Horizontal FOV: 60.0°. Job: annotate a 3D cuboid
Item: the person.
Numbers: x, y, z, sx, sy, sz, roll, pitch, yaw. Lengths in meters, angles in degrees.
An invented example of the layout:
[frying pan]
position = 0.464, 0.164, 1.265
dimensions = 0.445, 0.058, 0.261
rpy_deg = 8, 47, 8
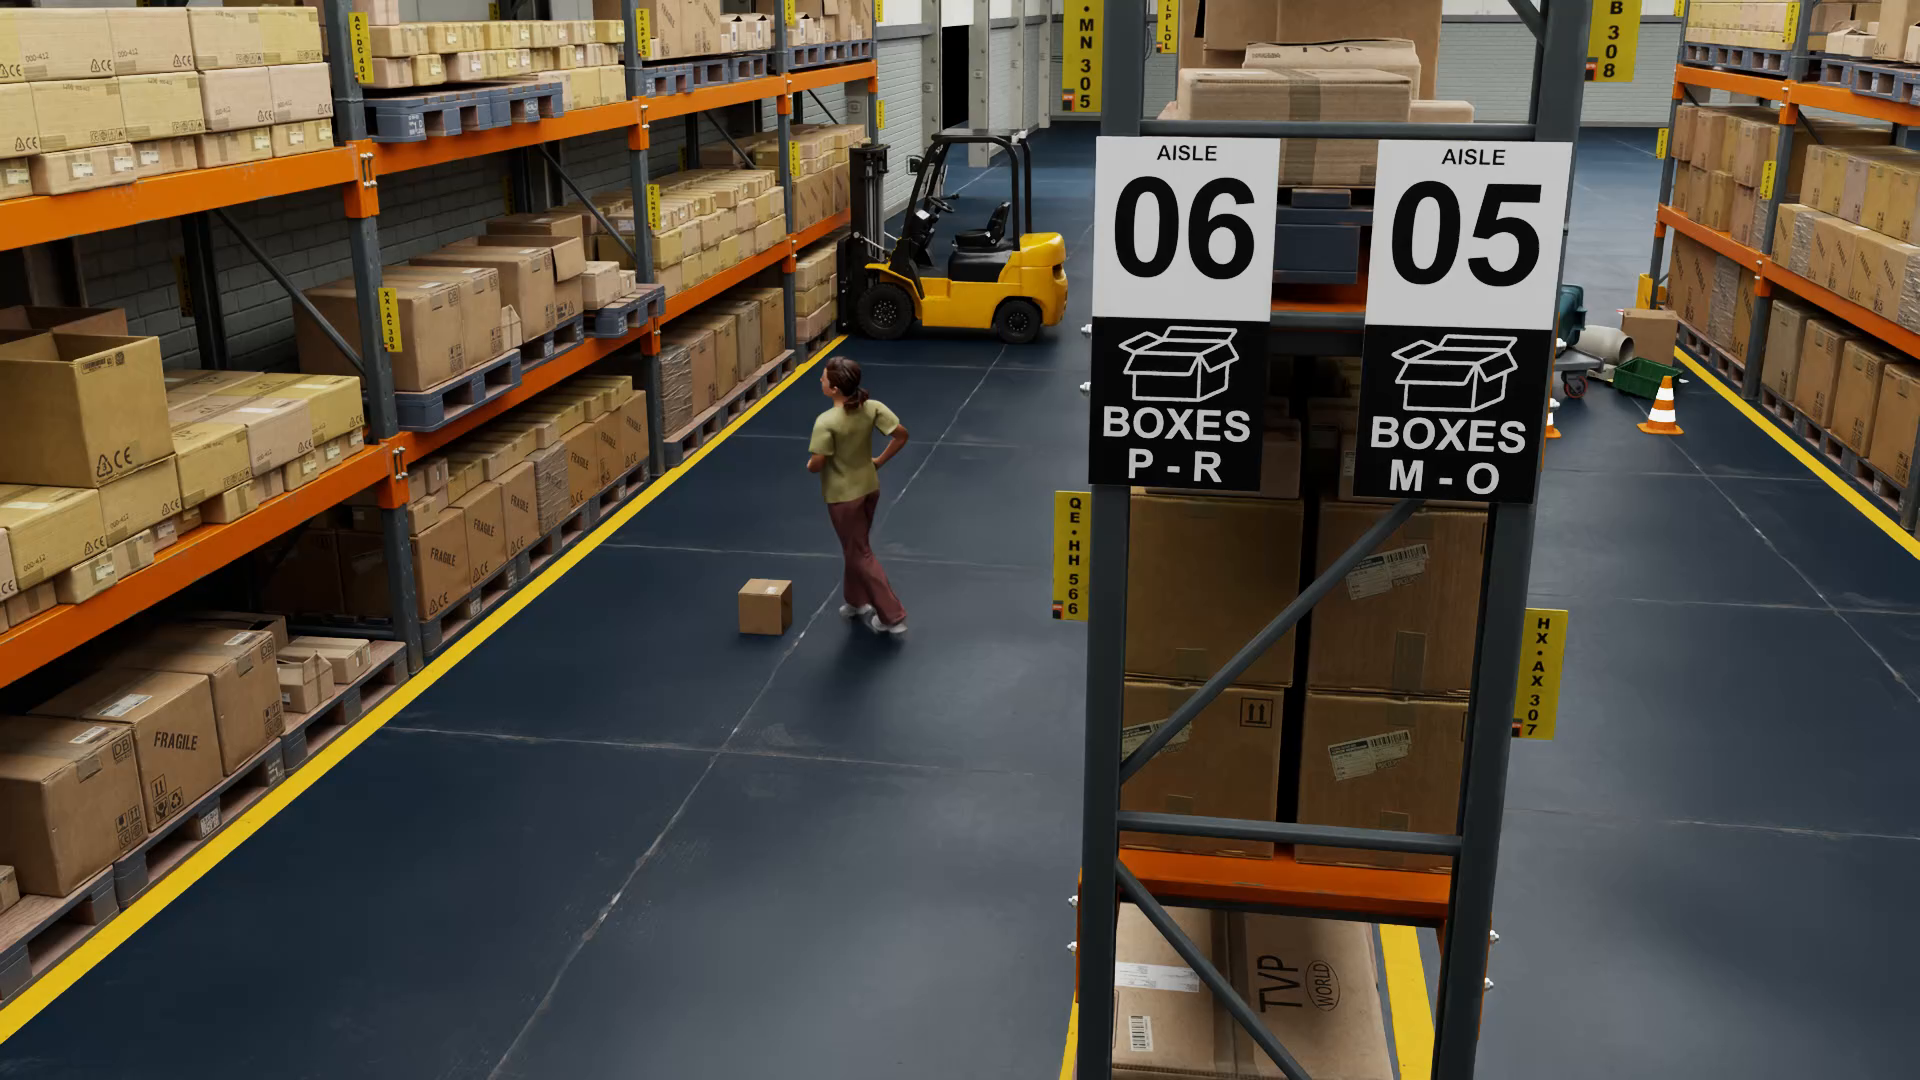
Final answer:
[person]
position = -0.645, -0.228, 9.299
dimensions = 0.665, 1.687, 0.653
rpy_deg = 15, 23, 38
